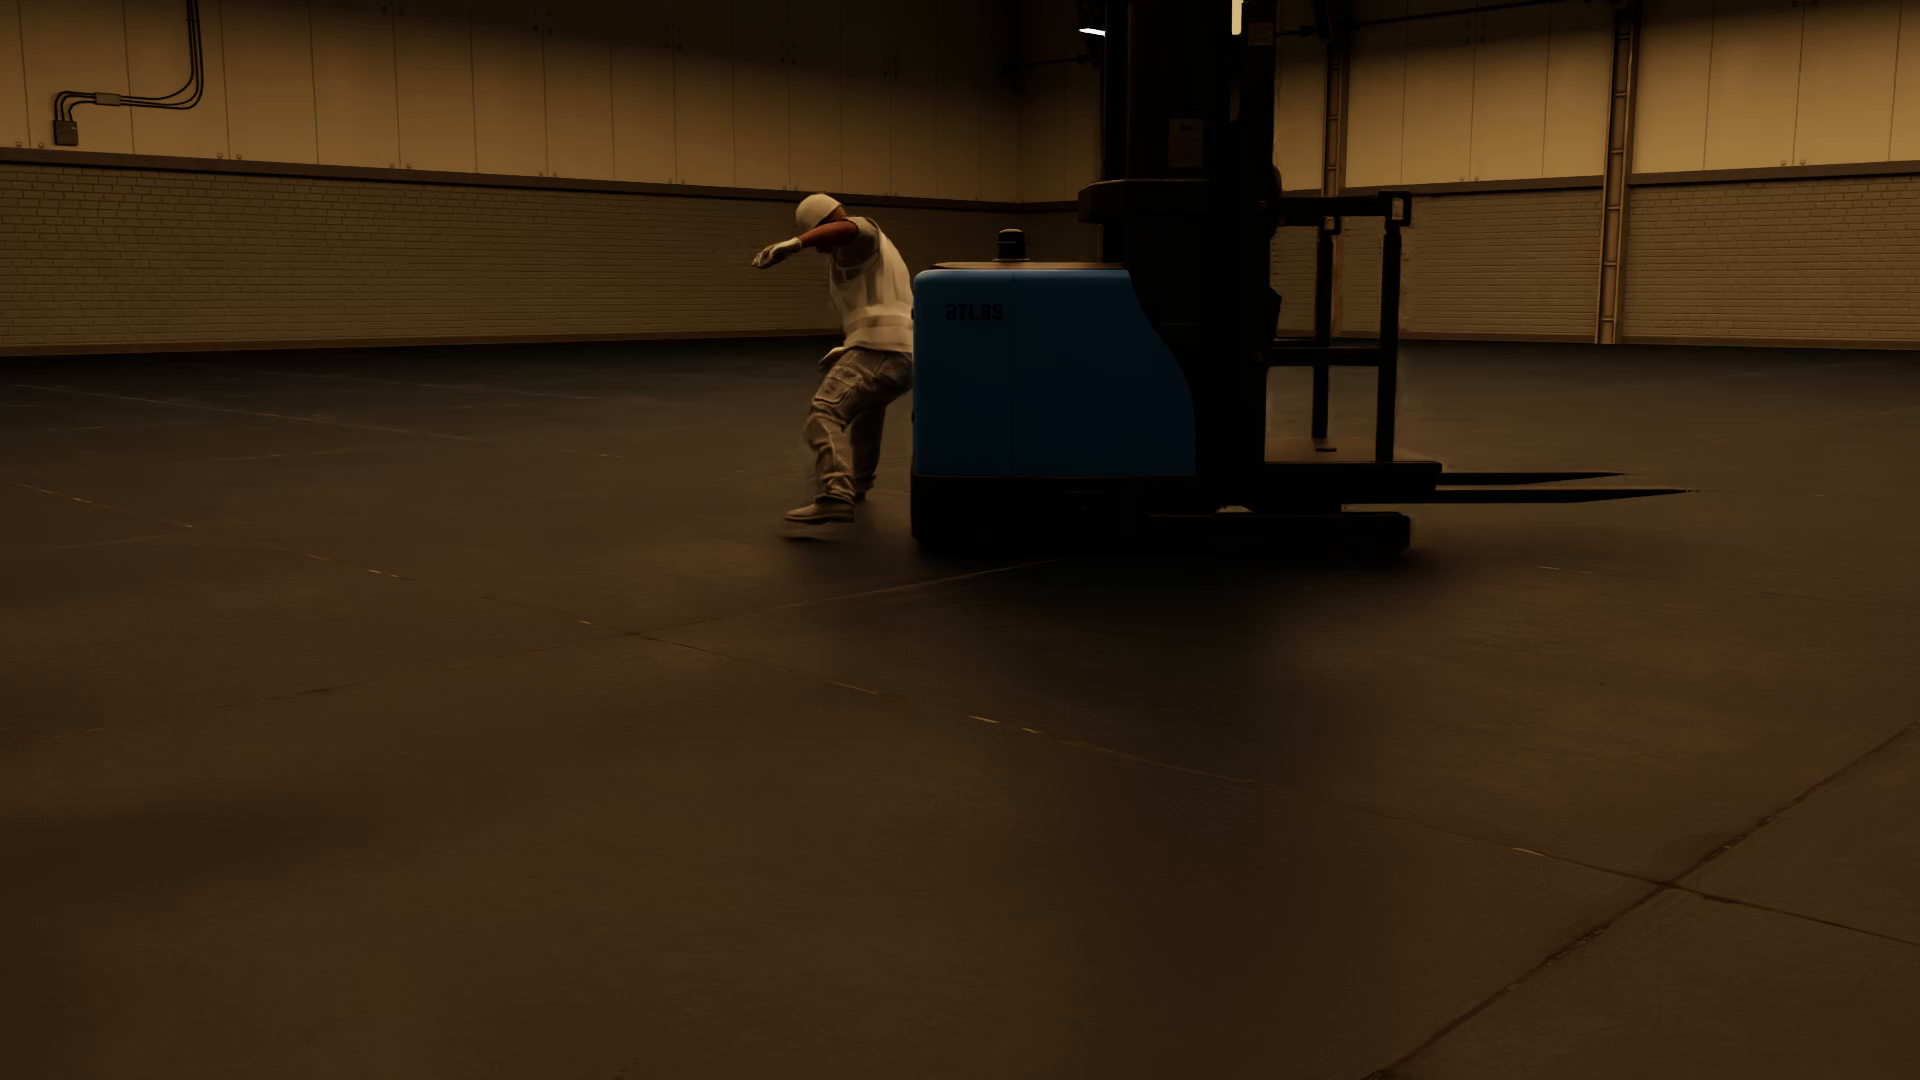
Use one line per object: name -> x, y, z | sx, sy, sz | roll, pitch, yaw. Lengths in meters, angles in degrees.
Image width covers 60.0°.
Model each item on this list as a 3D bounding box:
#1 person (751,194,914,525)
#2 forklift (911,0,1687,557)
person -> -0.544, -0.809, 7.370 | 0.794, 1.445, 1.317 | 4, 9, 26
forklift -> 1.319, -1.463, 6.592 | 3.031, 2.935, 1.130 | 0, 9, -2
